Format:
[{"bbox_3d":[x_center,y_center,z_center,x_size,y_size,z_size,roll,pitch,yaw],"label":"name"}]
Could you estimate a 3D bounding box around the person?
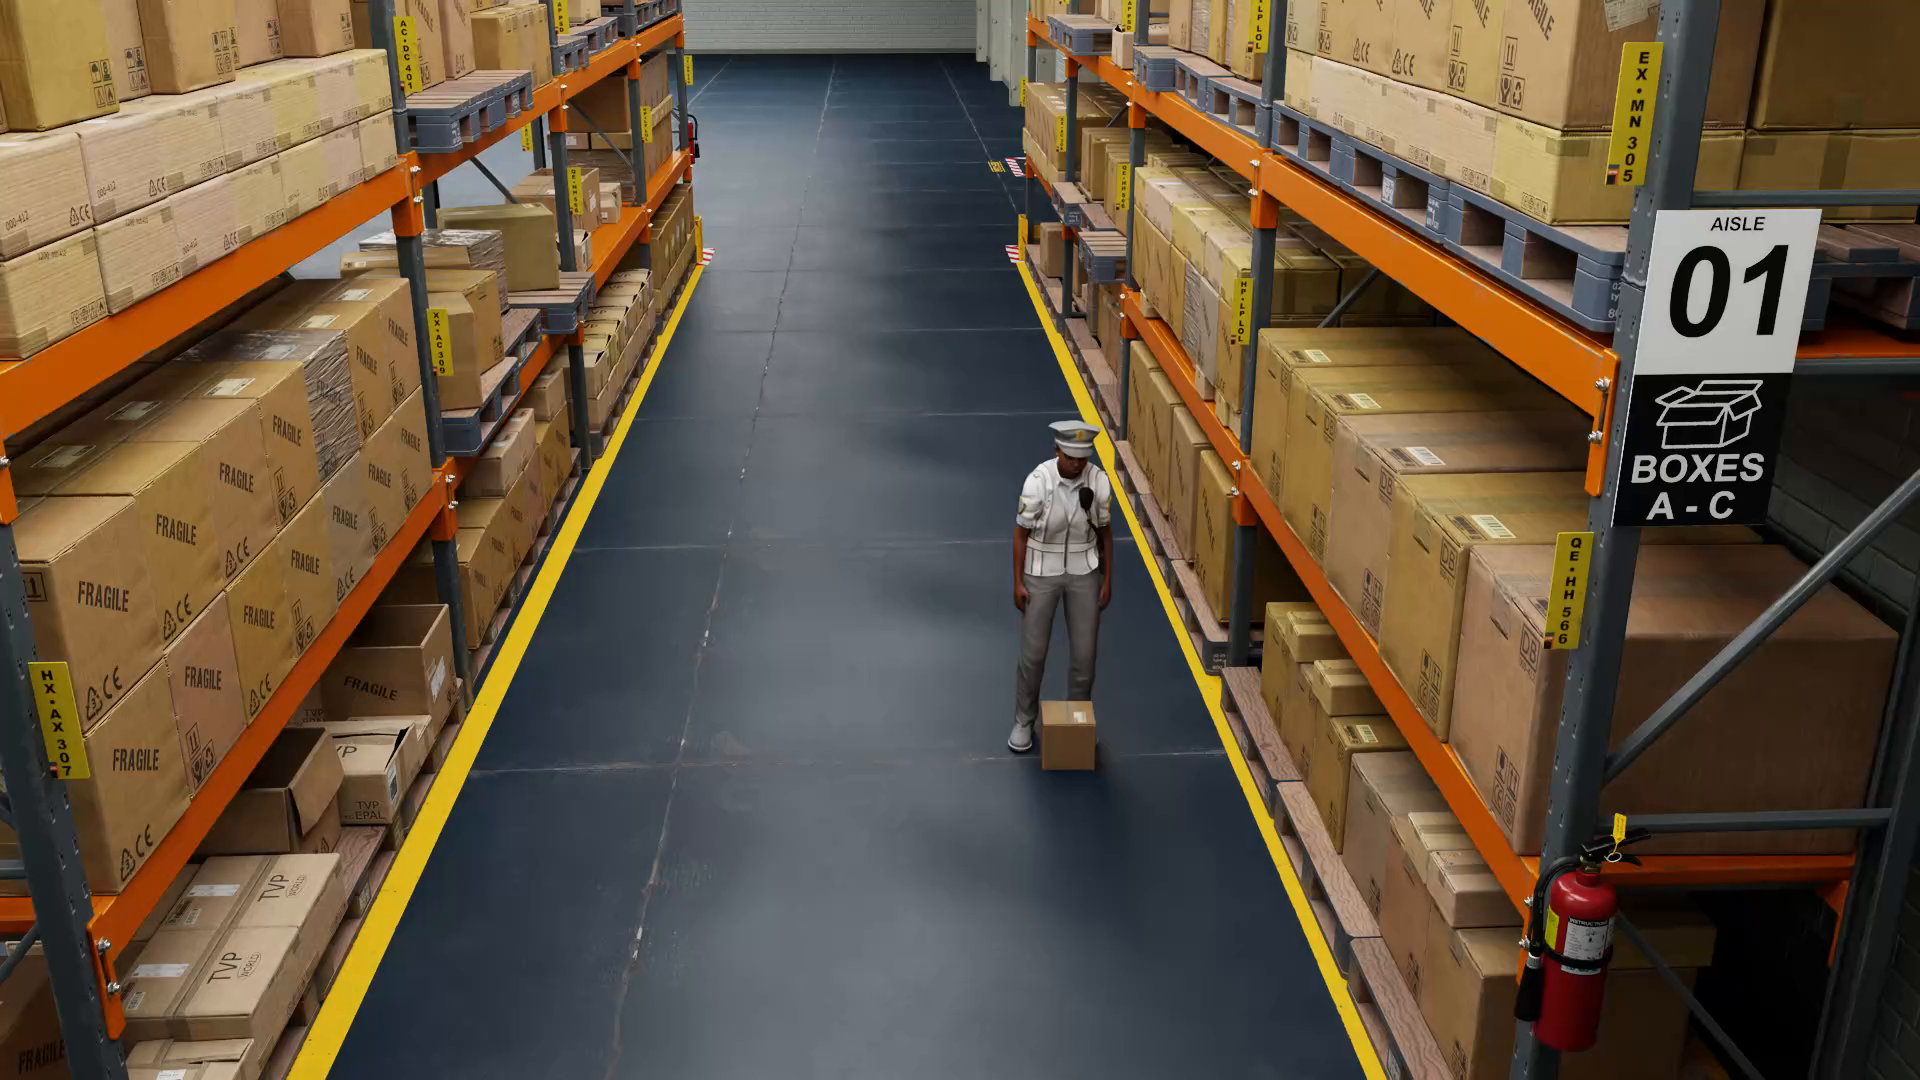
[{"bbox_3d":[0.486,0.206,8.033,0.518,1.656,0.397,-2,21,-5],"label":"person"}]
